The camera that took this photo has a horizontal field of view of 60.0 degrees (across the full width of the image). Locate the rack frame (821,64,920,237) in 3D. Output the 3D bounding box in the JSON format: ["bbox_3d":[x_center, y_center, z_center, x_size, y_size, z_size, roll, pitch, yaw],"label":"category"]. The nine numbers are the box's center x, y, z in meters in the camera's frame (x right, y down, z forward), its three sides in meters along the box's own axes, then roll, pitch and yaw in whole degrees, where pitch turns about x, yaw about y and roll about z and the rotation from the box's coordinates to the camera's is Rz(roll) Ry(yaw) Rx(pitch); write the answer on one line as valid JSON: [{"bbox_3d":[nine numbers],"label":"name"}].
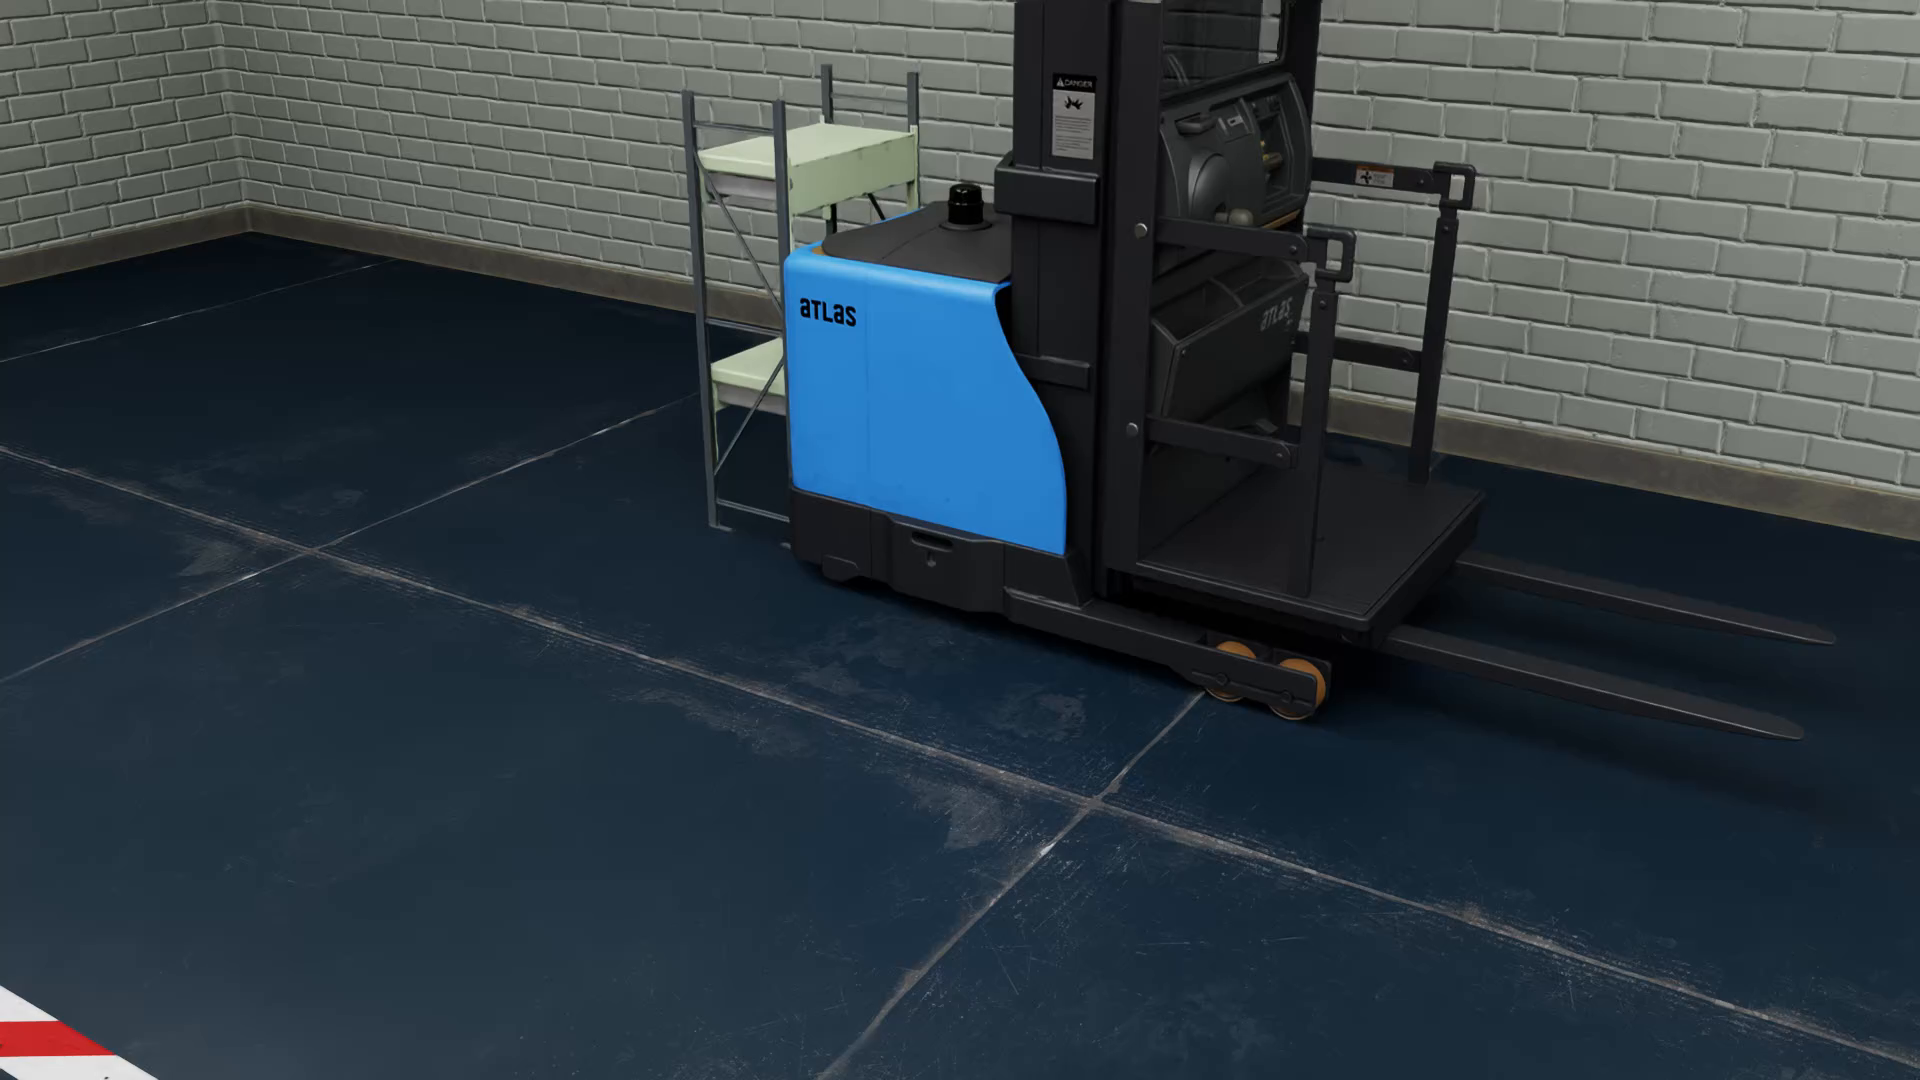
[{"bbox_3d":[-0.314,-0.939,6.031,0.400,1.500,0.023,14,27,30],"label":"rack frame"}]

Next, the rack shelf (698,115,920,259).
[{"bbox_3d":[-0.511,-1.175,5.593,0.431,0.370,0.720,14,27,30],"label":"rack shelf"}]

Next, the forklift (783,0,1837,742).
[{"bbox_3d":[0.958,-1.088,4.573,3.031,2.935,1.130,14,27,30],"label":"forklift"}]

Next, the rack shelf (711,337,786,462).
[{"bbox_3d":[-0.511,-0.517,5.878,0.431,0.370,0.720,14,27,30],"label":"rack shelf"}]

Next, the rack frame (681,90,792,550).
[{"bbox_3d":[-0.708,-0.694,5.465,0.400,1.500,0.023,14,27,30],"label":"rack frame"}]

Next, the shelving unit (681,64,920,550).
[{"bbox_3d":[-0.511,-0.817,5.748,0.431,1.500,0.755,14,27,30],"label":"shelving unit"}]
